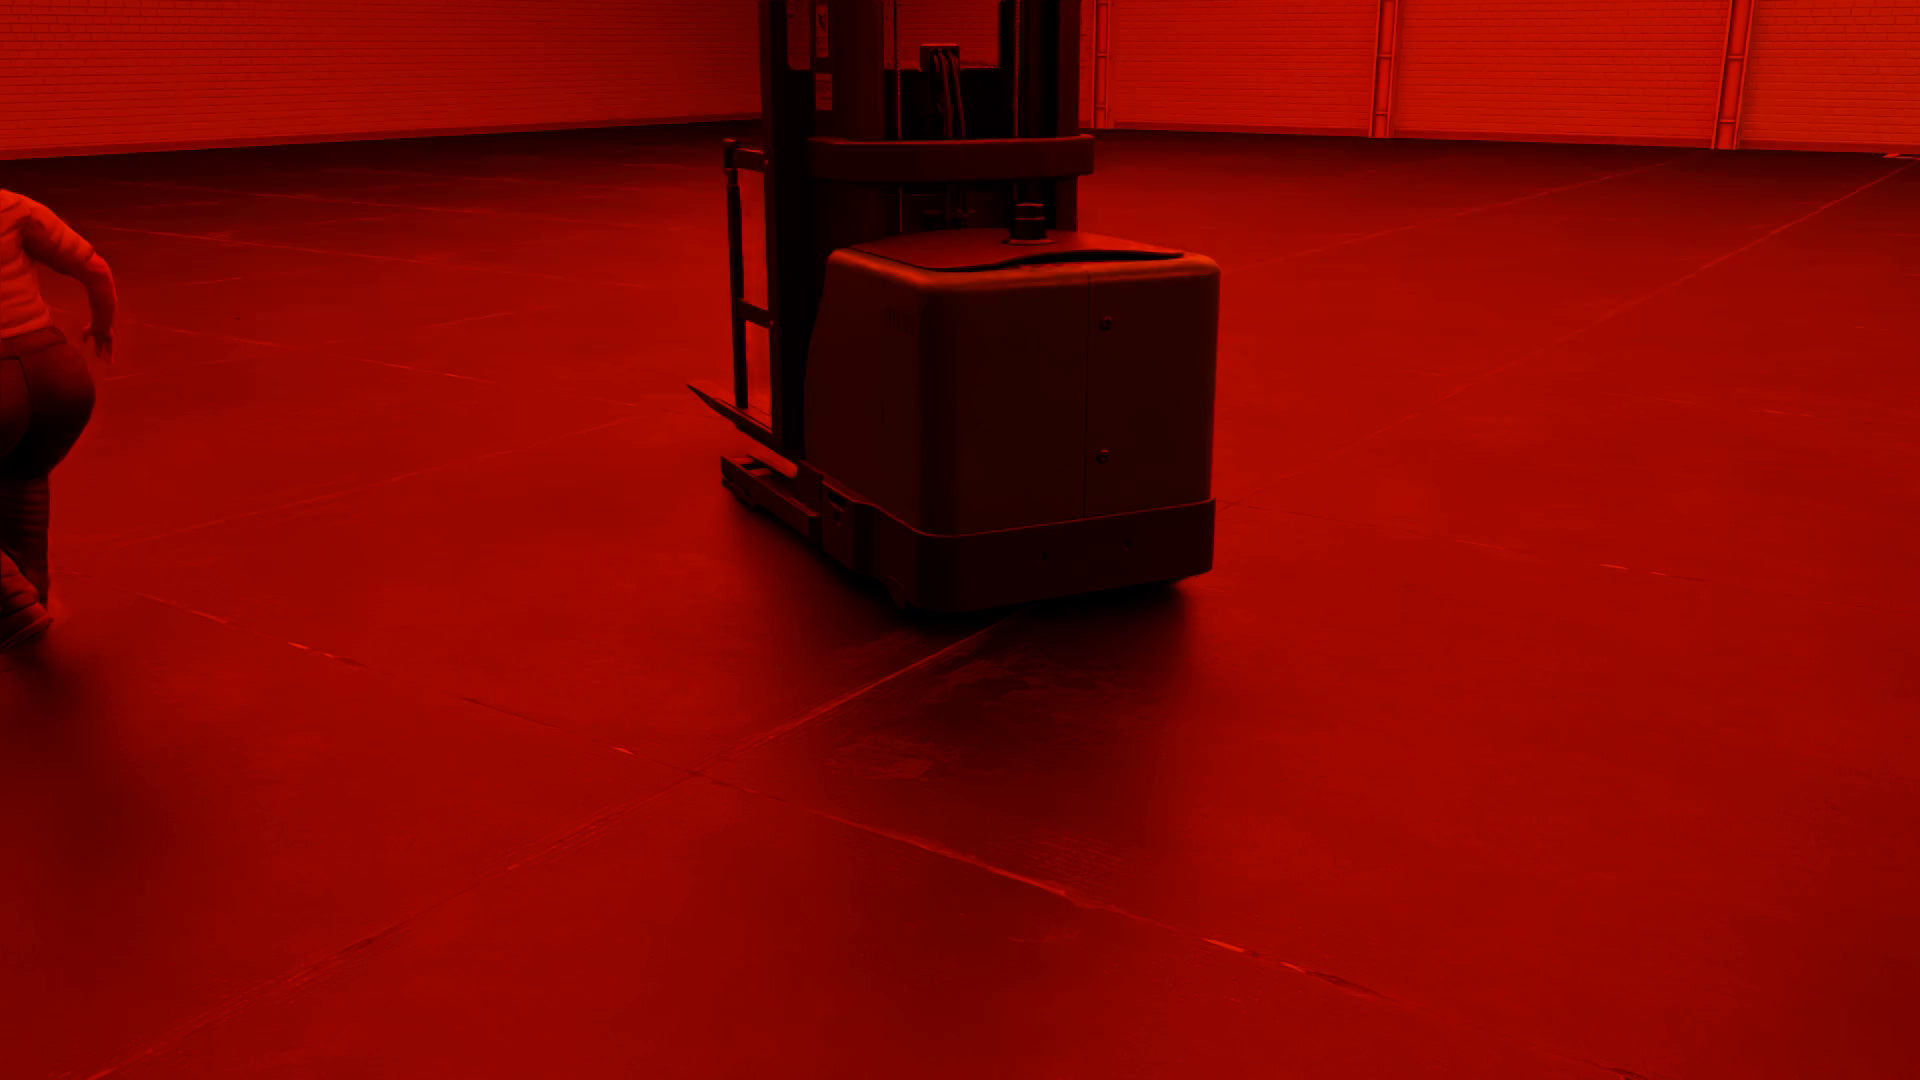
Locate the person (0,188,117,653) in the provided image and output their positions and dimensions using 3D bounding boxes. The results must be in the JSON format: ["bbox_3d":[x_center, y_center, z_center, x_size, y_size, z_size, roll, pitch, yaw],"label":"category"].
[{"bbox_3d":[-2.813,-0.448,4.780,0.740,1.530,0.779,14,22,39],"label":"person"}]

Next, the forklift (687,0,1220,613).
[{"bbox_3d":[-0.278,-1.561,6.053,1.130,2.935,3.031,-8,18,-25],"label":"forklift"}]
